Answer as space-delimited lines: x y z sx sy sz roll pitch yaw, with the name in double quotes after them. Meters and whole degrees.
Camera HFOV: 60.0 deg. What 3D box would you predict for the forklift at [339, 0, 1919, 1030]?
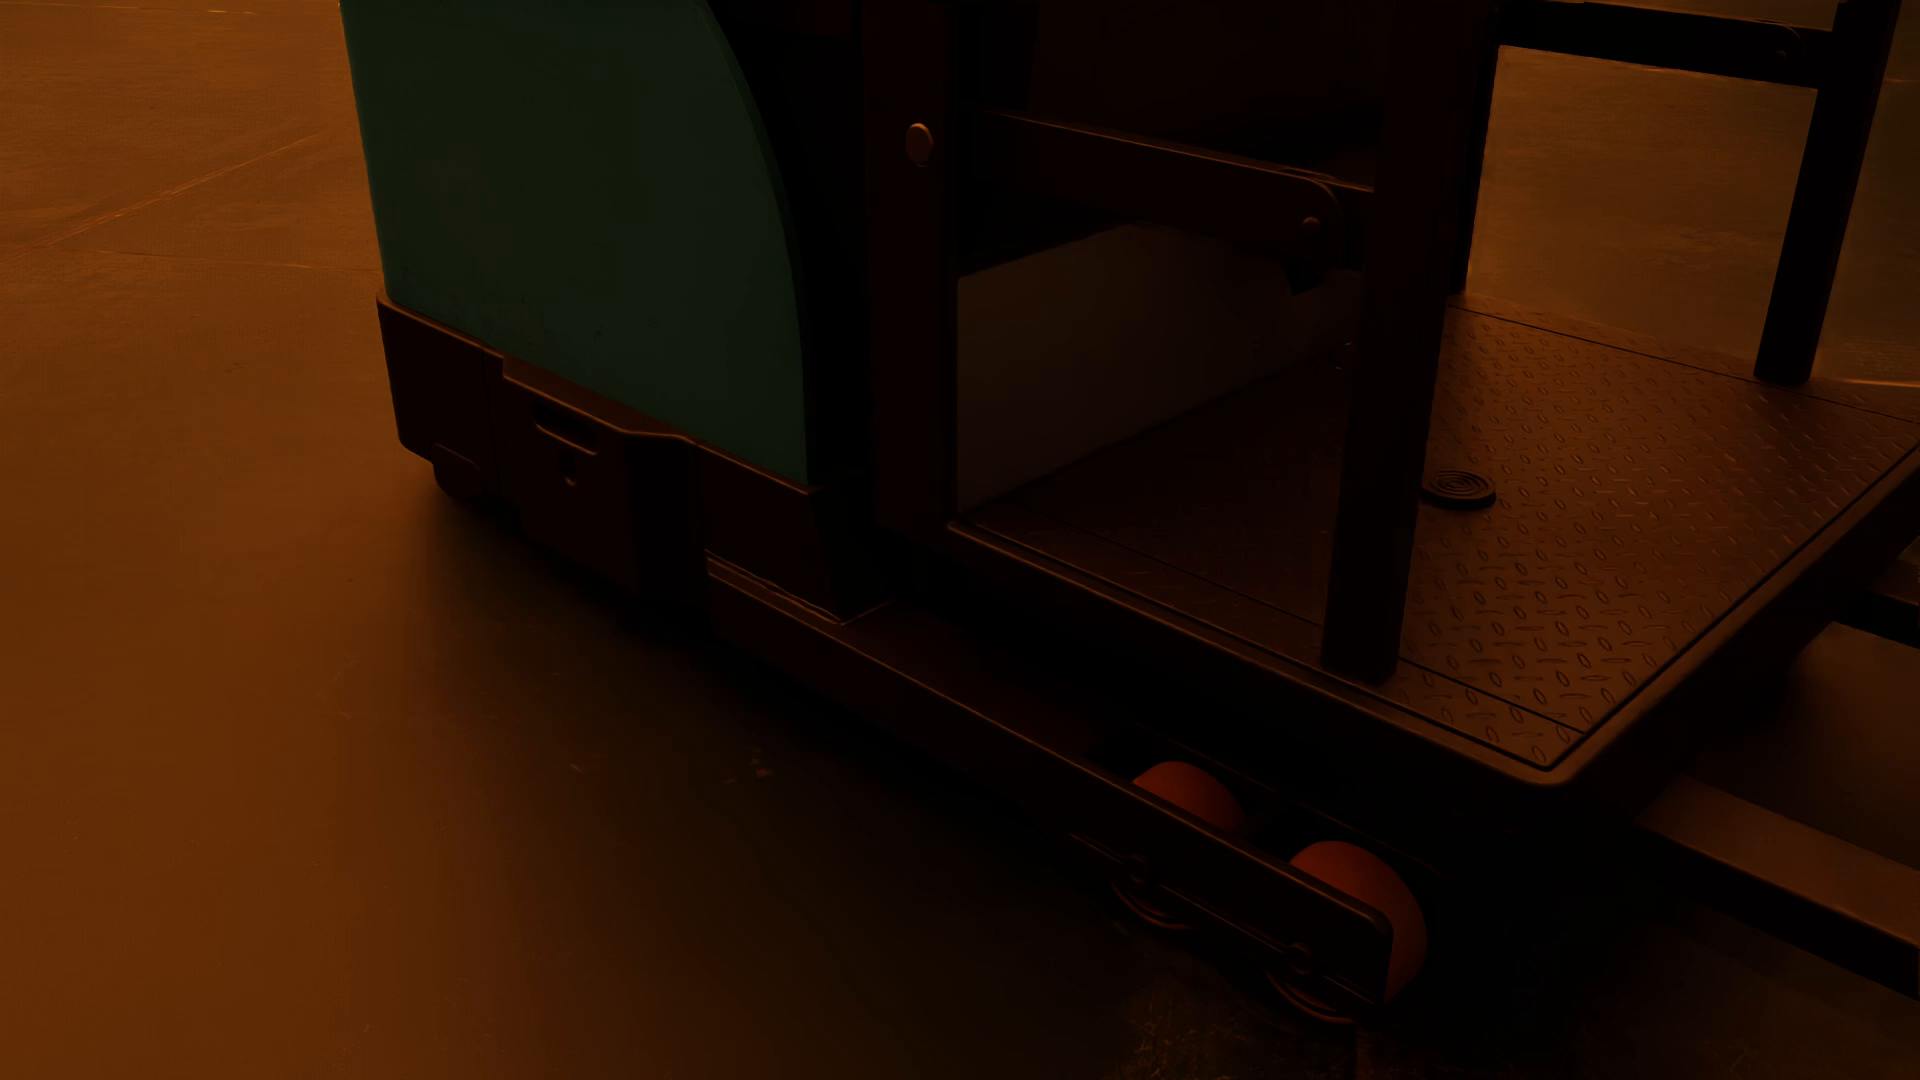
0.505 -1.115 1.456 3.031 2.935 1.130 24 35 38 "forklift"
